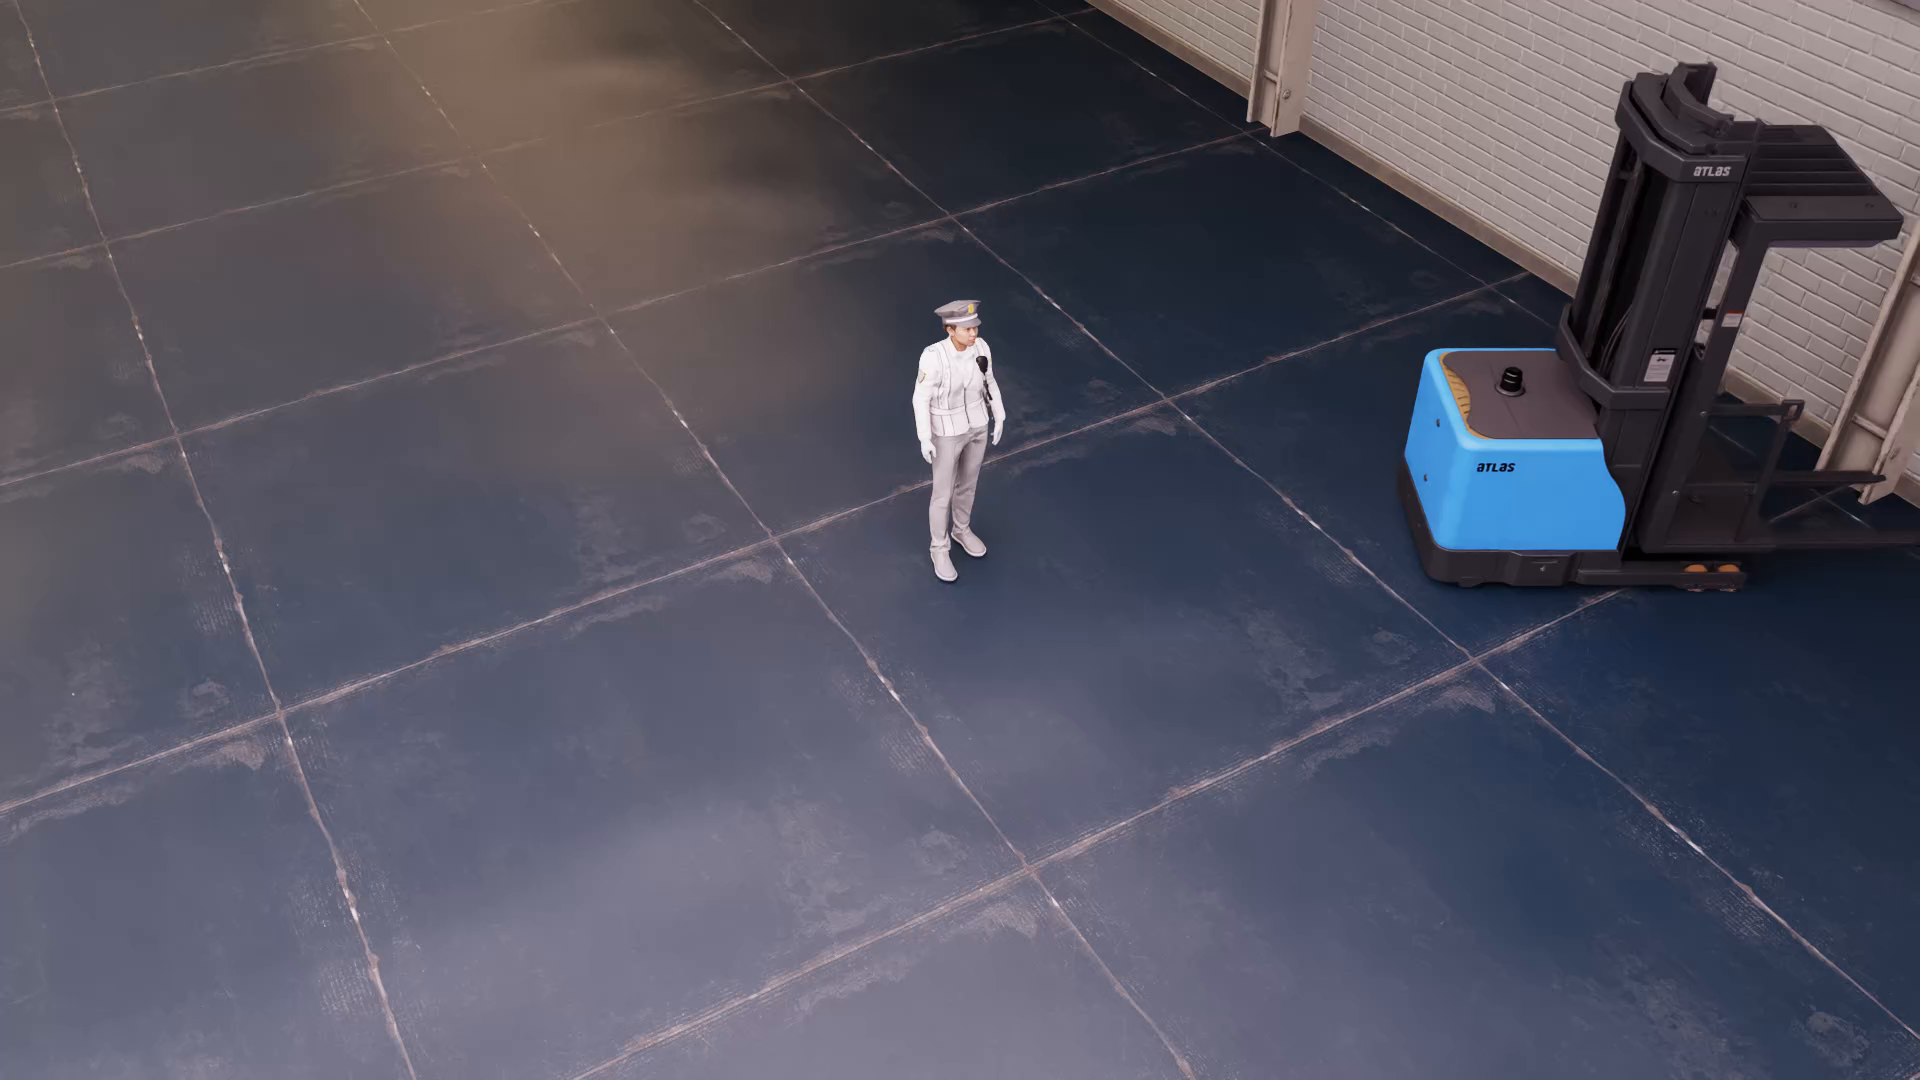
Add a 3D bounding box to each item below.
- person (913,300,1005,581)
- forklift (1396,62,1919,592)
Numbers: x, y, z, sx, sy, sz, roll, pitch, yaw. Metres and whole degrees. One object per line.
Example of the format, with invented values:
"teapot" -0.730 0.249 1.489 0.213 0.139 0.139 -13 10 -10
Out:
"person" 0.029 -0.618 9.739 0.588 1.695 0.531 -20 44 -23
"forklift" 4.308 -1.159 9.434 3.031 2.935 1.130 0 40 0
